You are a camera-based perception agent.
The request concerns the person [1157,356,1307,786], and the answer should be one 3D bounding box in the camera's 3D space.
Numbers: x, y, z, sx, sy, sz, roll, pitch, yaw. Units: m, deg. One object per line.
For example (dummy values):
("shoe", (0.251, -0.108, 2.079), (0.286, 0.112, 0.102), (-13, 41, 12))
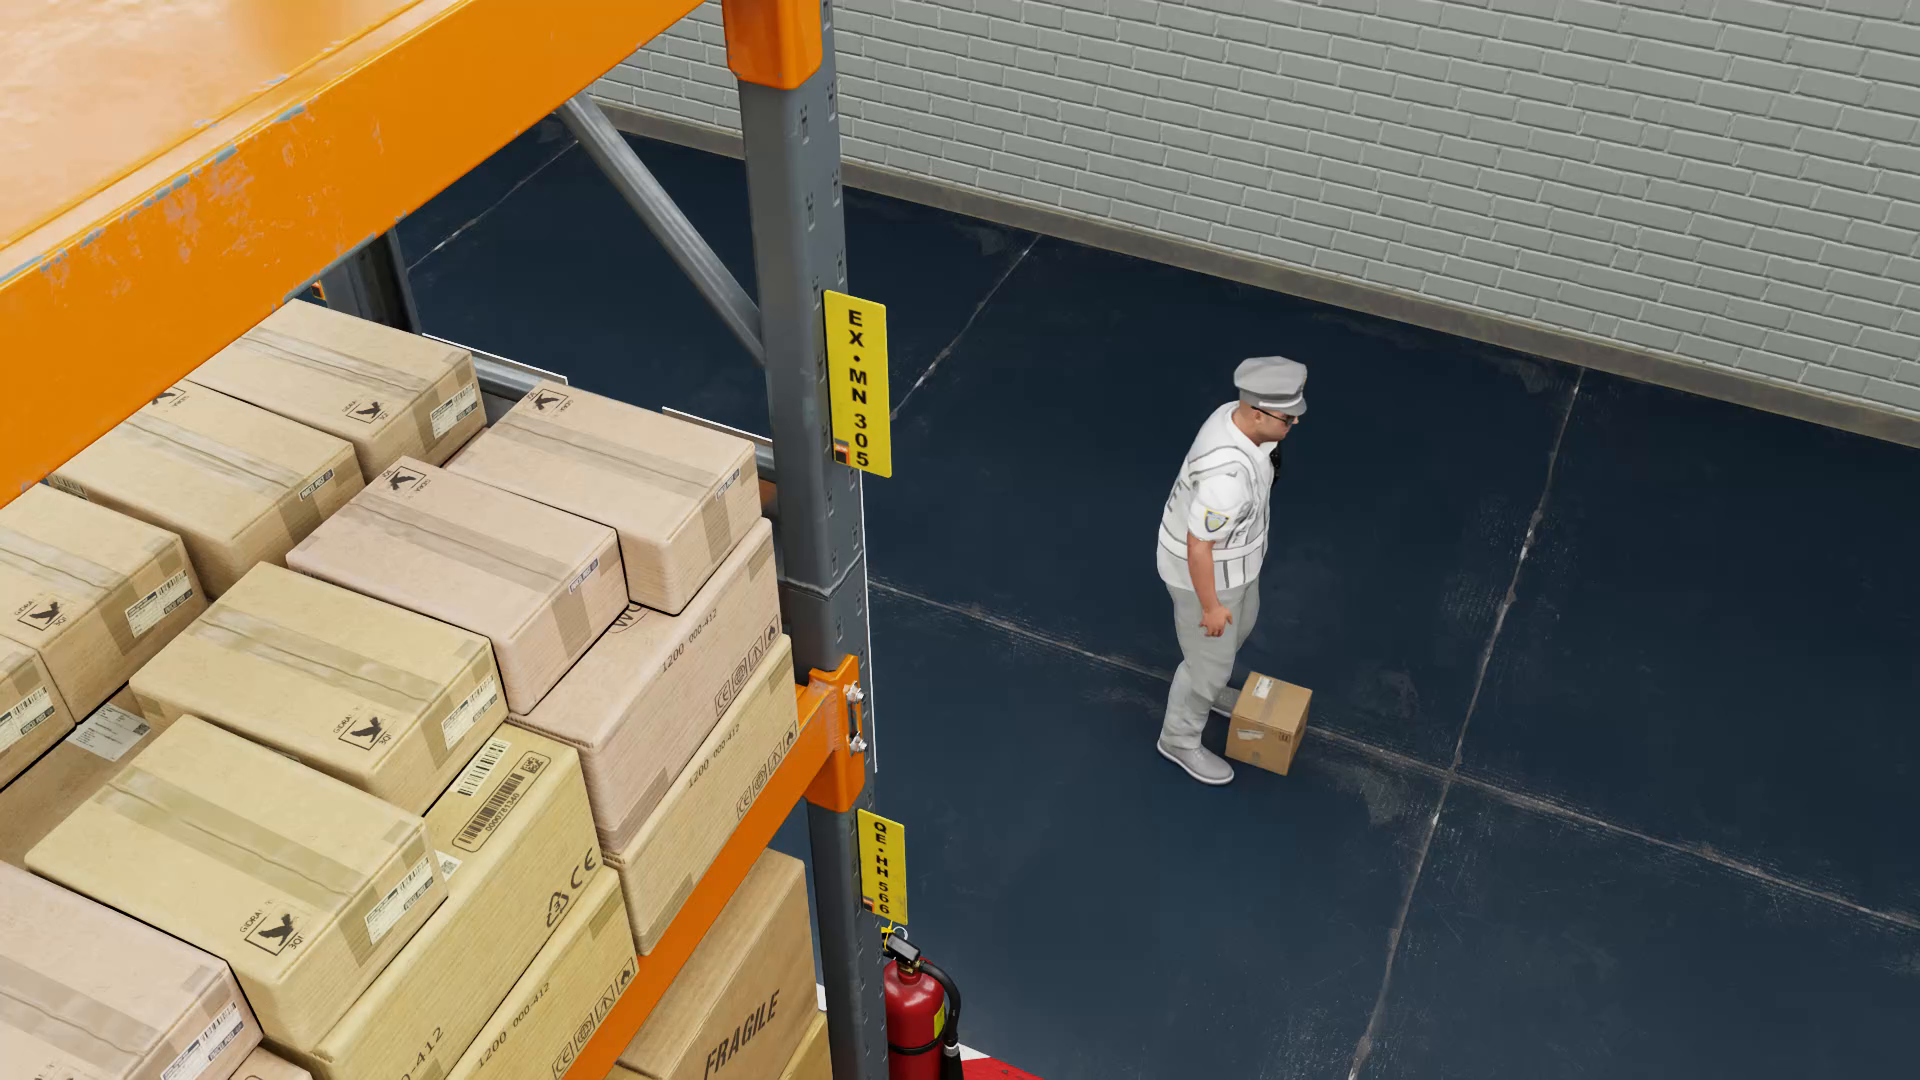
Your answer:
("person", (0.946, 0.081, 6.063), (0.439, 1.747, 0.582), (16, 44, 17))
